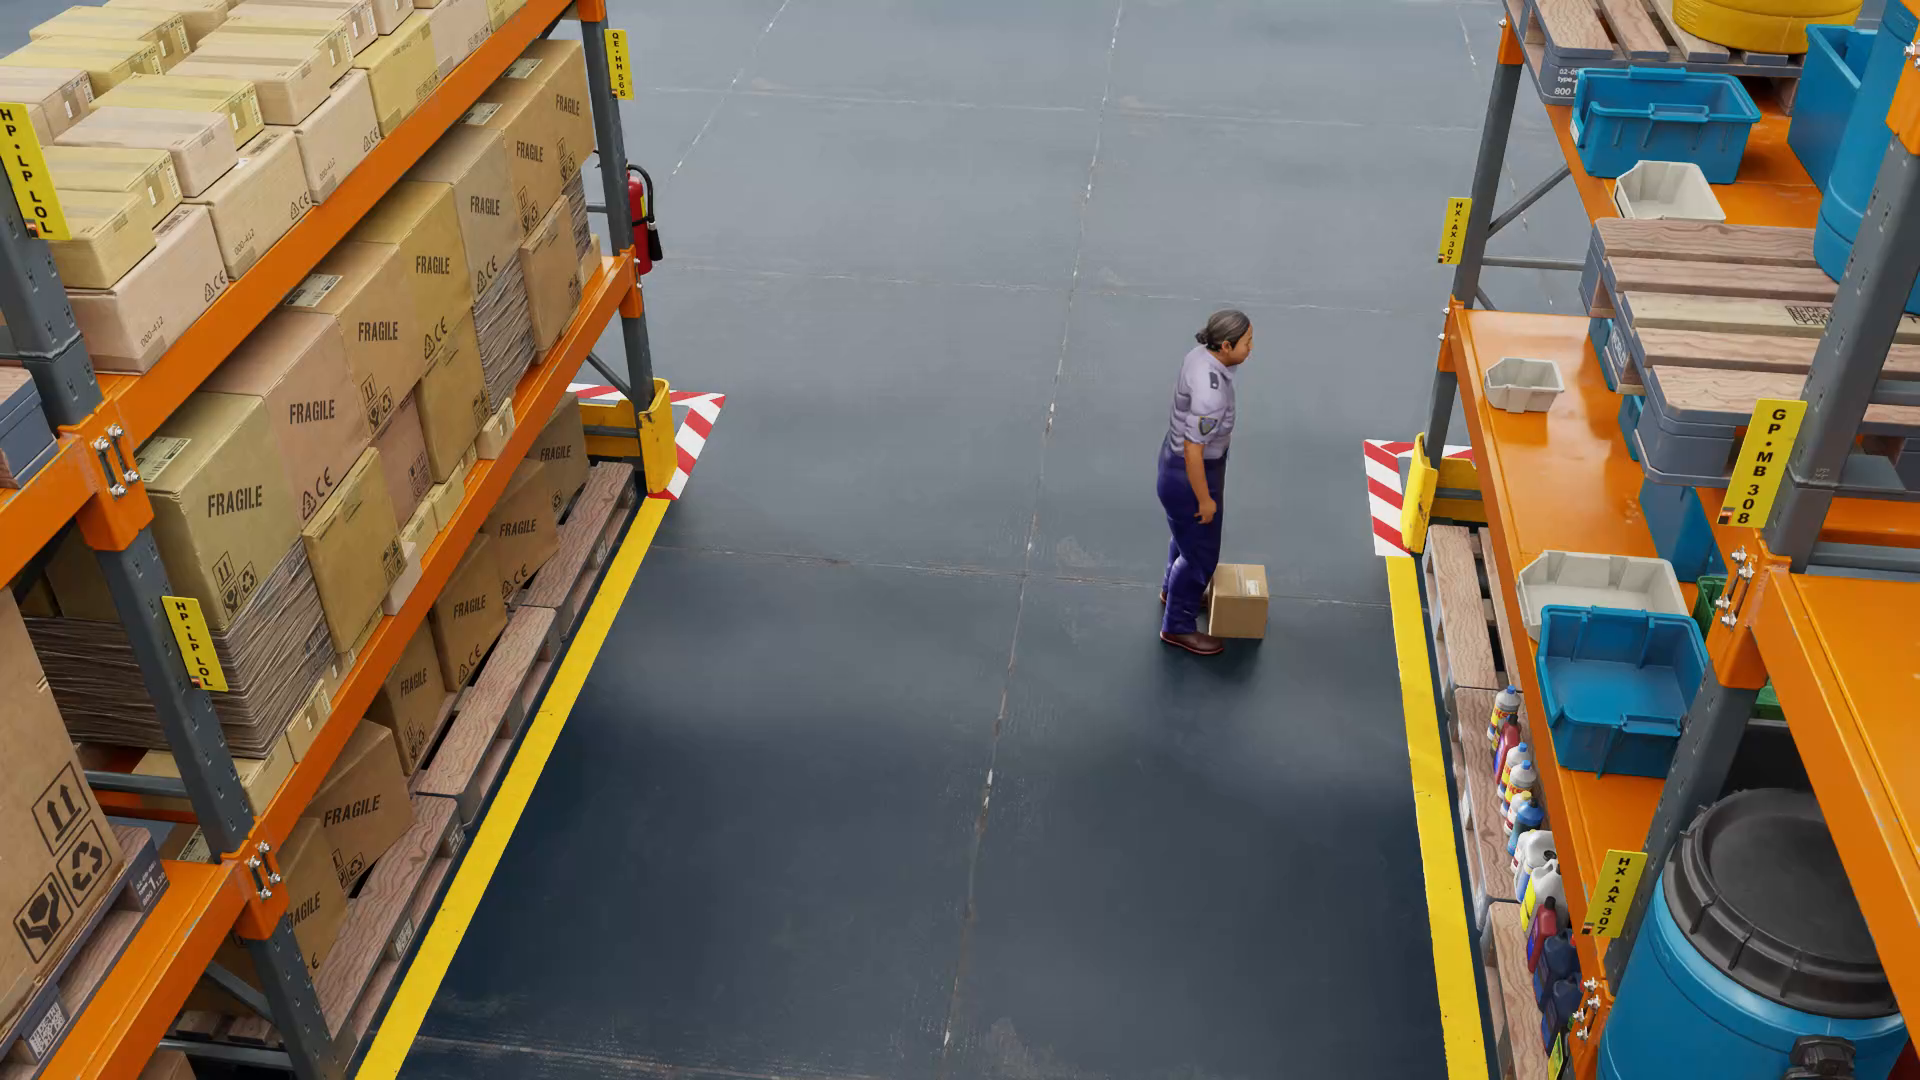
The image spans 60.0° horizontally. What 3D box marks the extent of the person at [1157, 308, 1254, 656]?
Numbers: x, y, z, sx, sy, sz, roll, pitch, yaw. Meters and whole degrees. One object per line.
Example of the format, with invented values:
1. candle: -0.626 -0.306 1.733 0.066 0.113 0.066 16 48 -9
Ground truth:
1. person: 1.070 -0.290 7.439 0.372 1.652 0.538 5 37 6
